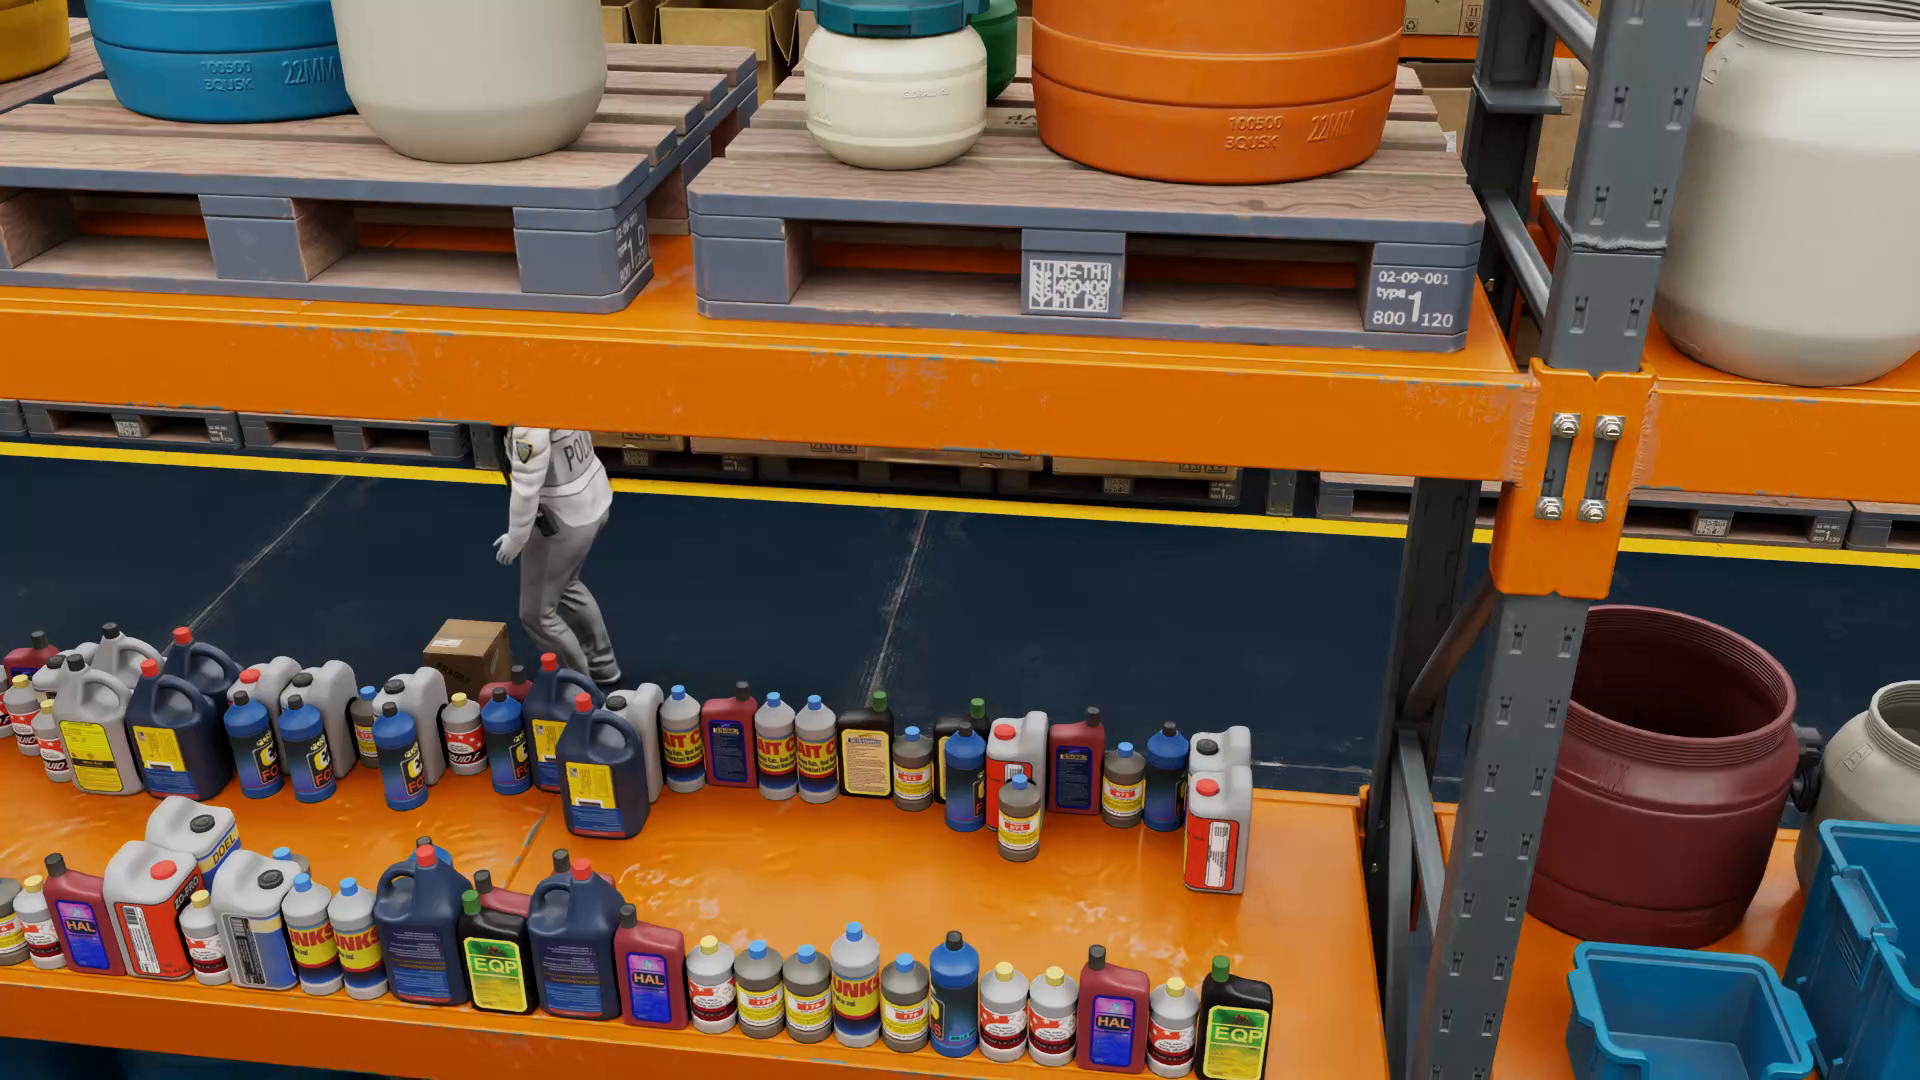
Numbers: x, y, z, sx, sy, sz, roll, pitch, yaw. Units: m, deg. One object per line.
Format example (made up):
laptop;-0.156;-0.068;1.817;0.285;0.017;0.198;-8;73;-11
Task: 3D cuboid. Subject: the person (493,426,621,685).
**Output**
person;-1.547;-0.073;6.301;0.428;1.635;0.496;4;29;7
